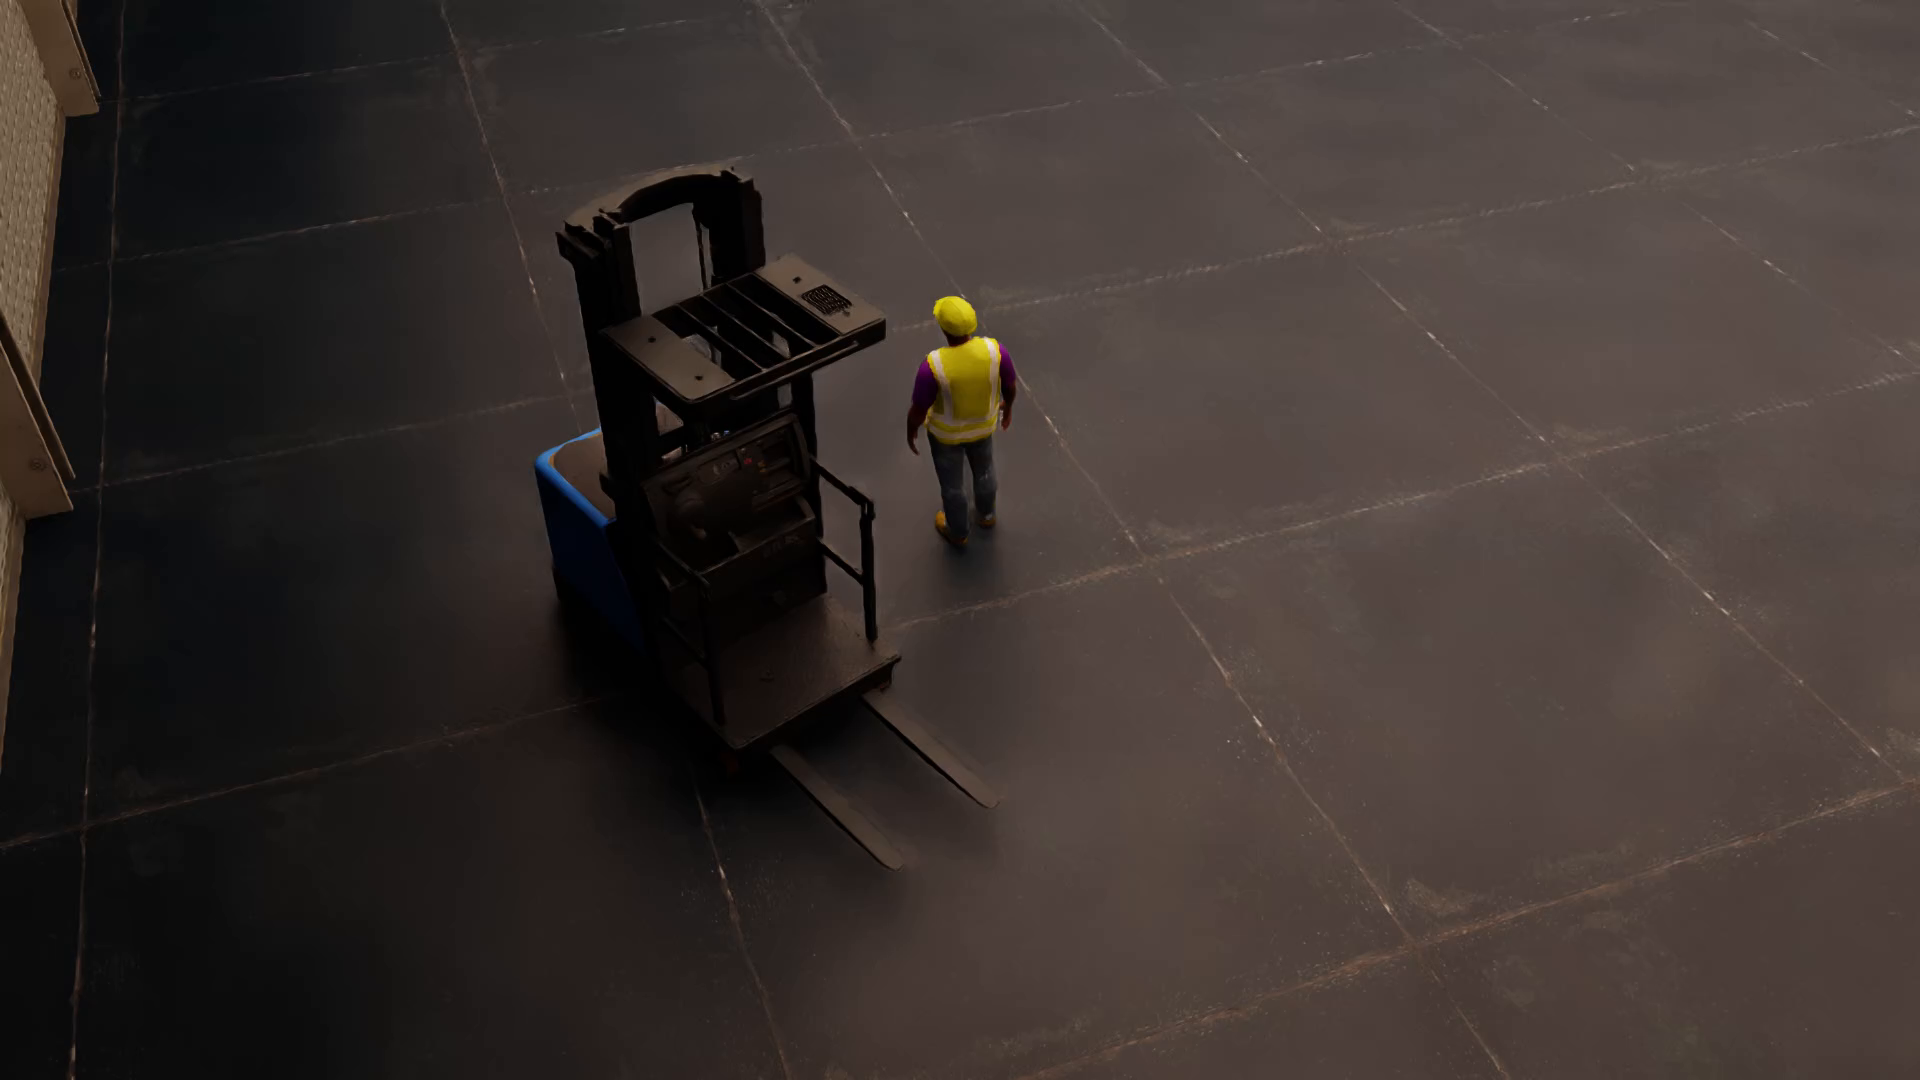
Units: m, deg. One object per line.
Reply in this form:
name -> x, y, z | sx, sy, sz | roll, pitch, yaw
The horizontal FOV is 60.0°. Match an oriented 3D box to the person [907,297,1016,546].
person -> -0.019, -0.725, 9.754 | 0.665, 1.766, 0.576 | -13, 42, -15

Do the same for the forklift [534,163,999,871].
forklift -> -1.033, -0.238, 8.279 | 1.130, 2.935, 3.031 | -28, 48, -30
